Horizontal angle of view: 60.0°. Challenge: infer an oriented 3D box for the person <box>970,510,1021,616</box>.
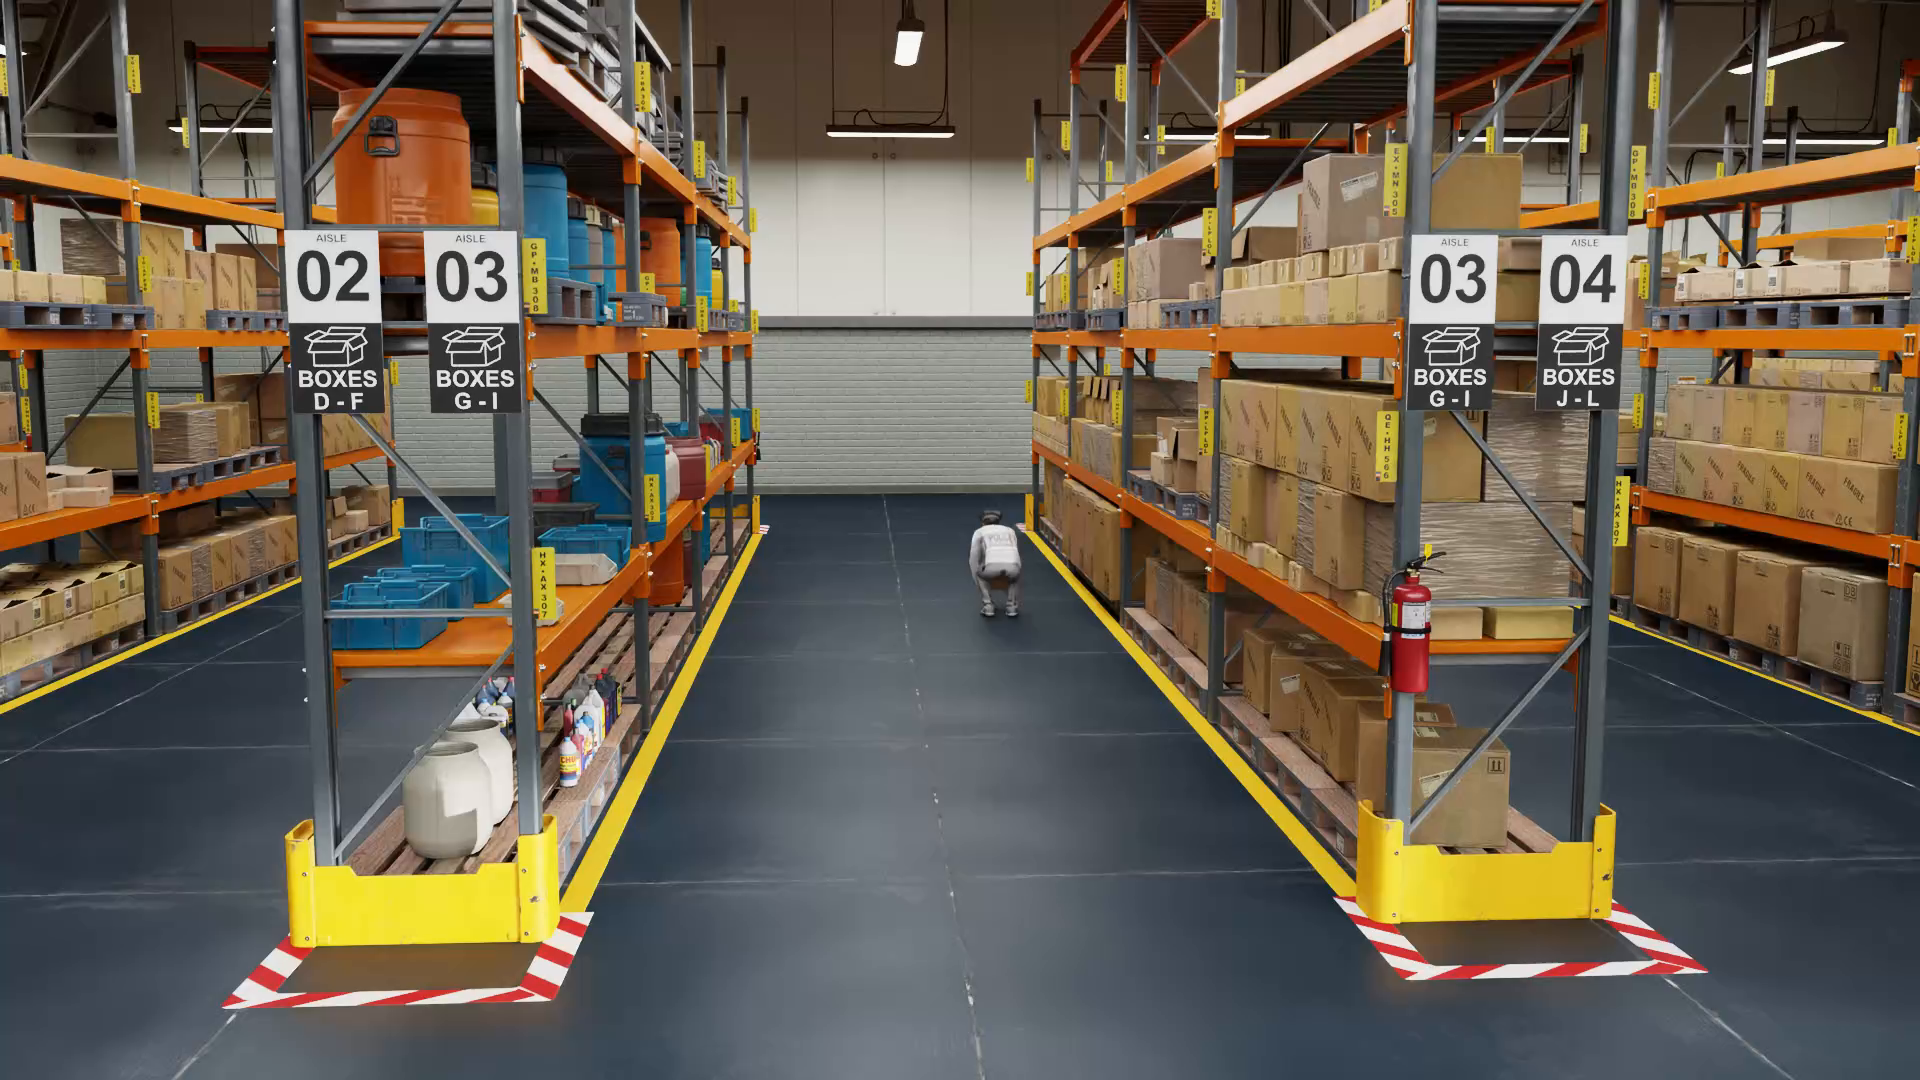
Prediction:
[{"bbox_3d":[0.355,0.233,16.532,0.499,1.020,0.820,0,7,-4],"label":"person"}]
